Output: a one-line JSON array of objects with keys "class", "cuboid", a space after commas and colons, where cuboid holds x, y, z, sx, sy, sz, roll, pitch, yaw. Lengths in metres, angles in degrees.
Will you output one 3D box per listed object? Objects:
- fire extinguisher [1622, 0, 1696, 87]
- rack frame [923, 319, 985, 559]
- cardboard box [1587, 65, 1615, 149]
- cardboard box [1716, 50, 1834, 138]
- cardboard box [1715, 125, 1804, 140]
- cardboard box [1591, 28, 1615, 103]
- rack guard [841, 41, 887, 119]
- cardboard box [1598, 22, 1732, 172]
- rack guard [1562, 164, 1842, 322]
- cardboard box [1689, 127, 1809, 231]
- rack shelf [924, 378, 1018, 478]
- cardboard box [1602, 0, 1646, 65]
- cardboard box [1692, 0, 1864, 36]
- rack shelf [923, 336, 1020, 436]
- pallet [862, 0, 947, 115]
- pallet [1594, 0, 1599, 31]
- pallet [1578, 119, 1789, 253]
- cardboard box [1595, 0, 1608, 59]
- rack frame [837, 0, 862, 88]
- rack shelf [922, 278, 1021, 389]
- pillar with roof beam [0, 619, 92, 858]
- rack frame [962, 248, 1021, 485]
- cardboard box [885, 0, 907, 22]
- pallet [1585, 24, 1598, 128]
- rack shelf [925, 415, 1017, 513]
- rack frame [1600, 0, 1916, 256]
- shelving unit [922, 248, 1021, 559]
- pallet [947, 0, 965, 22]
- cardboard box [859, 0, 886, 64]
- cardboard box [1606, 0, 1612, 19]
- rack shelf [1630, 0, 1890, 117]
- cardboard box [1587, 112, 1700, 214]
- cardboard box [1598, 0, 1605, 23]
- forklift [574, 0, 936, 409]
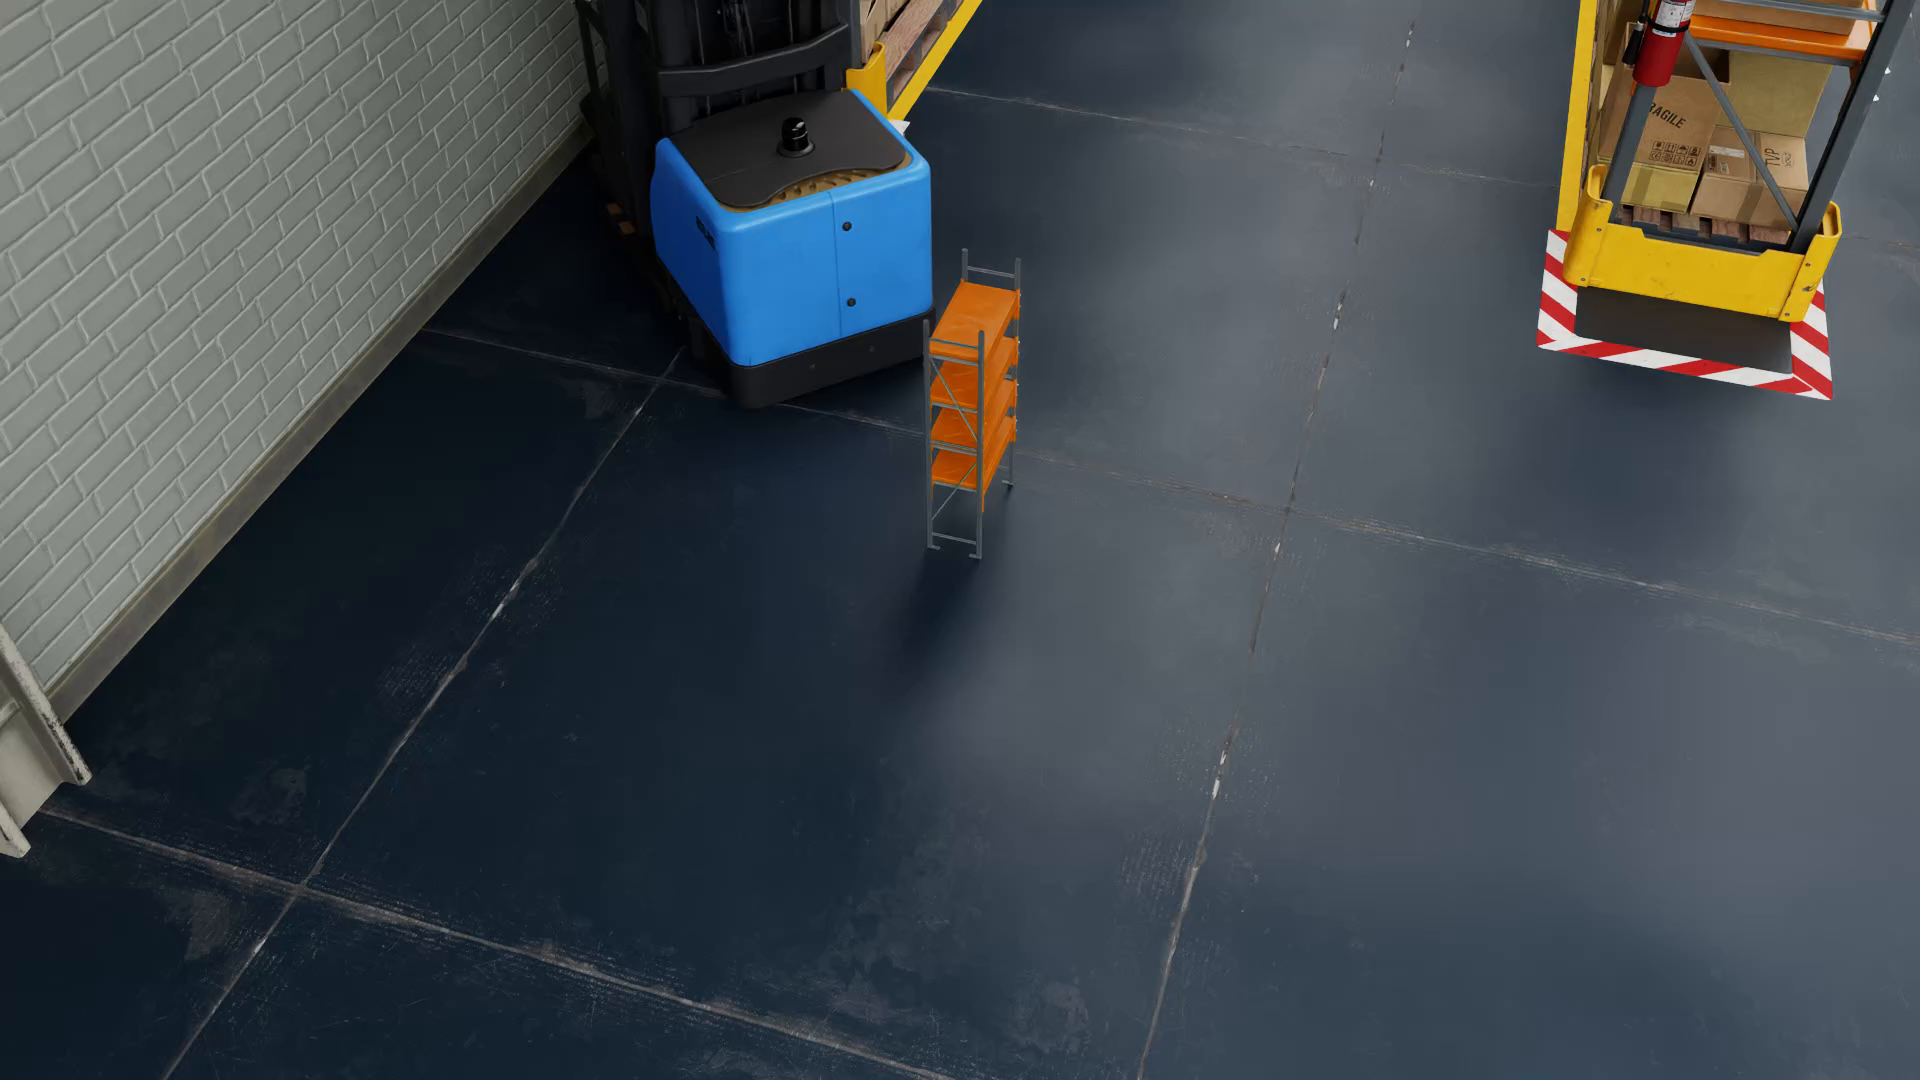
[{"class": "fire extinguisher", "cuboid": [3.210, -2.387, 7.499, 0.296, 0.674, 0.183, 13, 46, 13]}, {"class": "rack frame", "cuboid": [-0.024, -0.377, 6.676, 0.240, 1.200, 0.015, 13, 46, 12]}, {"class": "cardboard box", "cuboid": [3.710, -2.318, 9.039, 0.500, 0.250, 0.500, 13, 46, 13]}, {"class": "cardboard box", "cuboid": [4.213, -2.474, 8.662, 0.500, 0.500, 0.500, 13, 46, 13]}, {"class": "cardboard box", "cuboid": [4.211, -2.206, 8.925, 0.500, 0.250, 0.500, 13, 46, 13]}, {"class": "cardboard box", "cuboid": [3.859, -2.652, 9.380, 0.500, 0.250, 0.500, 13, 46, 13]}, {"class": "rack guard", "cuboid": [-1.010, -2.599, 9.447, 1.175, 0.500, 0.348, 13, 46, 13]}, {"class": "cardboard box", "cuboid": [3.568, -2.251, 8.434, 0.500, 0.500, 0.500, 13, 46, 13]}, {"class": "rack guard", "cuboid": [3.682, -1.485, 8.309, 1.175, 0.500, 0.348, 13, 46, 13]}, {"class": "cardboard box", "cuboid": [4.063, -1.872, 8.583, 0.500, 0.250, 0.500, 13, 46, 13]}, {"class": "rack shelf", "cuboid": [0.050, -0.491, 6.889, 0.258, 0.148, 0.480, 13, 46, 12]}, {"class": "cardboard box", "cuboid": [3.857, -2.920, 9.118, 0.500, 0.500, 0.500, 13, 46, 13]}, {"class": "cardboard box", "cuboid": [3.843, -2.739, 7.732, 0.700, 0.500, 0.500, 13, 46, 13]}, {"class": "rack shelf", "cuboid": [0.050, -0.651, 6.733, 0.258, 0.148, 0.480, 13, 46, 12]}, {"class": "pallet", "cuboid": [-0.731, -3.029, 10.094, 1.003, 0.211, 1.213, 13, 46, 13]}, {"class": "pallet", "cuboid": [4.620, -3.543, 10.619, 1.003, 0.211, 1.213, 13, 46, 13]}, {"class": "pallet", "cuboid": [3.881, -1.917, 8.957, 1.003, 0.211, 1.213, 13, 46, 13]}, {"class": "cardboard box", "cuboid": [4.013, -2.984, 9.720, 0.500, 0.250, 0.500, 13, 46, 13]}, {"class": "rack frame", "cuboid": [-1.033, -3.441, 8.521, 1.000, 3.000, 0.127, 13, 46, 13]}, {"class": "rack shelf", "cuboid": [0.050, -0.820, 6.567, 0.258, 0.148, 0.480, 13, 46, 12]}, {"class": "pillar with roof beam", "cuboid": [0.640, -1.324, 2.068, 9.100, 9.000, 0.400, 13, 46, 13]}, {"class": "rack frame", "cuboid": [0.124, -0.702, 7.008, 0.240, 1.200, 0.015, 13, 46, 12]}, {"class": "cardboard box", "cuboid": [-0.565, -3.460, 10.148, 0.500, 0.311, 0.500, 16, 47, 16]}, {"class": "pallet", "cuboid": [4.252, -2.727, 9.785, 1.003, 0.211, 1.213, 13, 46, 13]}, {"class": "rack shelf", "cuboid": [0.050, -0.349, 7.028, 0.258, 0.148, 0.480, 13, 46, 12]}, {"class": "rack frame", "cuboid": [3.689, -2.395, 7.451, 1.000, 3.000, 0.127, 13, 46, 13]}, {"class": "shelving unit", "cuboid": [0.050, -0.539, 6.842, 0.258, 1.200, 0.503, 13, 46, 12]}, {"class": "pallet", "cuboid": [-0.359, -3.840, 10.922, 1.003, 0.211, 1.213, 13, 46, 13]}, {"class": "cardboard box", "cuboid": [-0.738, -3.080, 9.759, 0.500, 0.311, 0.500, 8, 45, 8]}, {"class": "cardboard box", "cuboid": [4.009, -3.253, 9.458, 0.500, 0.500, 0.500, 13, 46, 13]}, {"class": "rack shelf", "cuboid": [4.295, -3.471, 9.065, 1.077, 0.370, 4.000, 13, 46, 13]}, {"class": "cardboard box", "cuboid": [3.570, -1.982, 8.696, 0.500, 0.250, 0.500, 13, 46, 13]}, {"class": "cardboard box", "cuboid": [4.158, -3.319, 10.062, 0.500, 0.250, 0.500, 13, 46, 13]}, {"class": "forklift", "cuboid": [-1.247, -2.681, 7.793, 1.130, 2.935, 3.031, -20, 48, -19]}]
